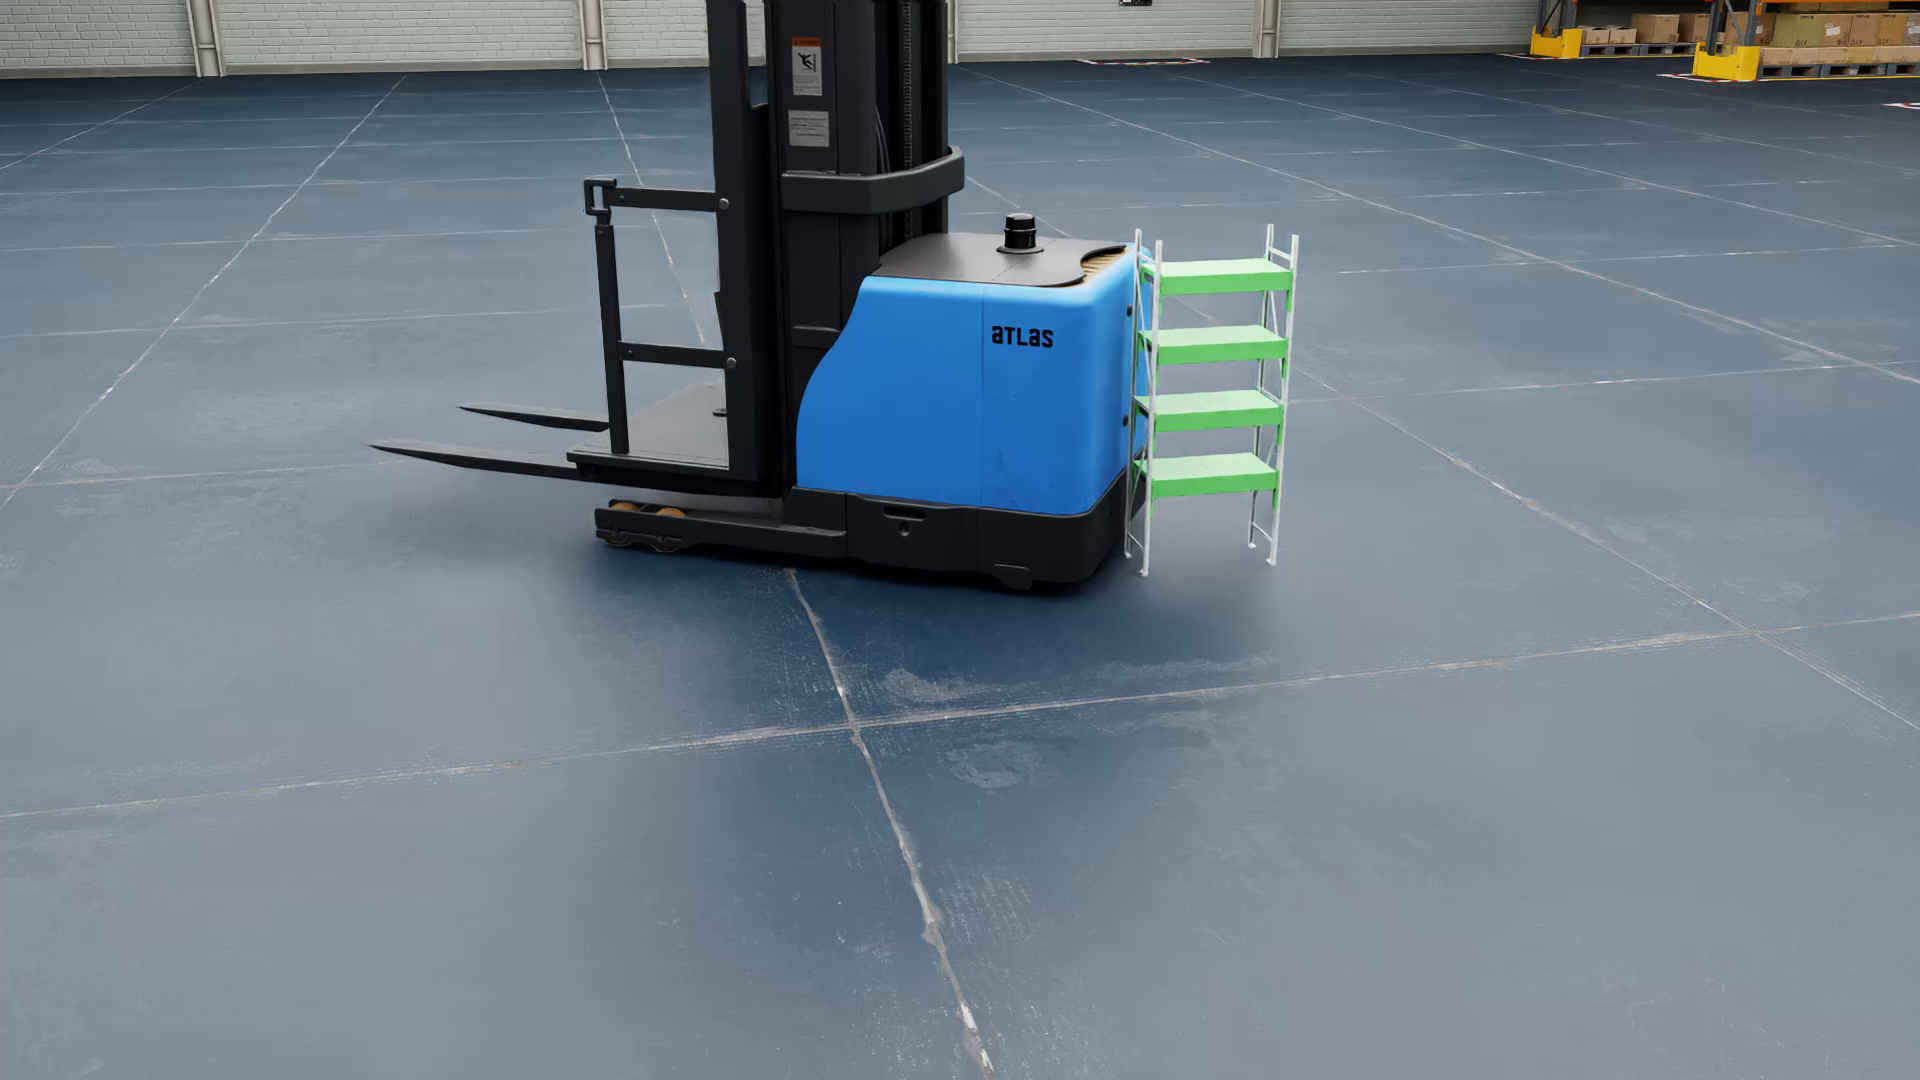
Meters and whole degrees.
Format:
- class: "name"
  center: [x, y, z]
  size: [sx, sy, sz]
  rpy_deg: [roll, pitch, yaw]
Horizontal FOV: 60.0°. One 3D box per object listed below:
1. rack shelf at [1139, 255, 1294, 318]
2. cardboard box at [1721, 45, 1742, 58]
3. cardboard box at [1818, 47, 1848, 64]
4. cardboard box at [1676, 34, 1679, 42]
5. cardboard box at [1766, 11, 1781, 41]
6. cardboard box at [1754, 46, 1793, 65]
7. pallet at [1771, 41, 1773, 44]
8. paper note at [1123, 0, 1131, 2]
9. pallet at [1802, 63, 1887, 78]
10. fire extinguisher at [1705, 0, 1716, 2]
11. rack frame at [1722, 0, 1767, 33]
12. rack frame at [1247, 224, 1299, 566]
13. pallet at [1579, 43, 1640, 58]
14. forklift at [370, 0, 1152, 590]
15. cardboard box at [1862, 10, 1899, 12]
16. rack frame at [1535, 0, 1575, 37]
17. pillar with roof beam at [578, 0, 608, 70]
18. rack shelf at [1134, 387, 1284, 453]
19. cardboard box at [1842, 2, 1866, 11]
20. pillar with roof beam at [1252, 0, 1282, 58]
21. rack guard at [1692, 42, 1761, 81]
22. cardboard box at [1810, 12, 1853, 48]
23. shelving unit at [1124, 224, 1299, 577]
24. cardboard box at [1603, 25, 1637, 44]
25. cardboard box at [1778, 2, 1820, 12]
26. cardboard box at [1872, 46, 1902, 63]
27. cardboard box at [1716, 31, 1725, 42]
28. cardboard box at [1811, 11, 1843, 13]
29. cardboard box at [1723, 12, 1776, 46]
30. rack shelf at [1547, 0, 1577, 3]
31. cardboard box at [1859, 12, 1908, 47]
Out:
- class: "rack shelf"
  center: [0.880, -0.882, 5.767]
  size: [0.480, 0.148, 0.258]
  rpy_deg: [-4, 21, -12]
- class: "cardboard box"
  center: [12.531, -7.765, 26.538]
  size: [0.500, 0.250, 0.500]
  rpy_deg: [-5, 21, -12]
- class: "cardboard box"
  center: [13.623, -7.672, 26.284]
  size: [0.500, 0.250, 0.500]
  rpy_deg: [-5, 21, -12]
- class: "cardboard box"
  center: [13.265, -9.440, 31.229]
  size: [0.250, 0.149, 0.380]
  rpy_deg: [-6, 21, -17]
- class: "cardboard box"
  center: [15.539, -9.789, 31.670]
  size: [0.500, 0.500, 0.700]
  rpy_deg: [-4, 20, -11]
- class: "cardboard box"
  center: [12.650, -7.591, 26.065]
  size: [0.500, 0.250, 0.500]
  rpy_deg: [-5, 21, -12]
- class: "pallet"
  center: [15.584, -9.445, 31.791]
  size: [1.213, 0.211, 1.003]
  rpy_deg: [-5, 21, -12]
- class: "paper note"
  center: [2.975, -9.658, 29.600]
  size: [0.142, 0.148, 0.016]
  rpy_deg: [-5, 21, -12]
- class: "pallet"
  center: [13.997, -7.578, 26.695]
  size: [1.213, 0.211, 1.003]
  rpy_deg: [-5, 21, -12]
- class: "fire extinguisher"
  center: [11.855, -8.827, 26.163]
  size: [0.183, 0.674, 0.296]
  rpy_deg: [-5, 21, -12]
- class: "rack frame"
  center: [14.826, -10.692, 31.141]
  size: [0.127, 3.000, 1.000]
  rpy_deg: [-5, 21, -12]
- class: "rack frame"
  center: [1.118, -0.509, 5.960]
  size: [0.015, 1.200, 0.240]
  rpy_deg: [-4, 21, -12]
- class: "pallet"
  center: [11.806, -9.124, 30.916]
  size: [1.213, 0.211, 1.003]
  rpy_deg: [-5, 21, -12]
- class: "forklift"
  center: [-0.843, -1.490, 6.121]
  size: [3.031, 2.935, 1.130]
  rpy_deg: [7, 21, 18]
- class: "cardboard box"
  center: [14.962, -8.318, 26.958]
  size: [0.500, 0.500, 0.500]
  rpy_deg: [-5, 21, -12]
- class: "rack frame"
  center: [10.934, -10.375, 30.277]
  size: [0.127, 3.000, 1.000]
  rpy_deg: [-5, 21, -12]
- class: "pillar with roof beam"
  center: [-5.110, -10.671, 22.364]
  size: [0.400, 9.000, 9.100]
  rpy_deg: [-5, 21, -12]
- class: "rack shelf"
  center: [0.880, -0.431, 5.932]
  size: [0.480, 0.148, 0.258]
  rpy_deg: [-4, 21, -12]
- class: "cardboard box"
  center: [16.962, -10.252, 31.846]
  size: [0.500, 0.250, 0.500]
  rpy_deg: [-5, 21, -13]
- class: "pillar with roof beam"
  center: [6.568, -11.621, 24.957]
  size: [0.400, 9.000, 9.100]
  rpy_deg: [-5, 21, -12]
- class: "rack guard"
  center: [12.054, -7.542, 26.176]
  size: [0.348, 0.500, 1.175]
  rpy_deg: [-5, 21, -12]
- class: "cardboard box"
  center: [13.620, -8.028, 26.165]
  size: [0.500, 0.500, 0.500]
  rpy_deg: [-5, 21, -12]
- class: "shelving unit"
  center: [0.880, -0.491, 5.910]
  size: [0.503, 1.200, 0.258]
  rpy_deg: [-4, 21, -12]
- class: "cardboard box"
  center: [12.183, -9.389, 30.854]
  size: [0.500, 0.311, 0.500]
  rpy_deg: [-3, 20, -8]
- class: "cardboard box"
  center: [15.967, -10.177, 31.639]
  size: [0.500, 0.250, 0.500]
  rpy_deg: [-5, 21, -14]
- class: "cardboard box"
  center: [14.597, -7.749, 26.496]
  size: [0.500, 0.250, 0.500]
  rpy_deg: [-5, 21, -12]
- class: "cardboard box"
  center: [14.313, -9.516, 31.410]
  size: [0.250, 0.166, 0.380]
  rpy_deg: [-7, 21, -20]
- class: "cardboard box"
  center: [13.987, -8.241, 26.747]
  size: [0.500, 0.500, 0.500]
  rpy_deg: [-5, 21, -12]
- class: "cardboard box"
  center: [12.531, -8.118, 26.411]
  size: [0.500, 0.500, 0.500]
  rpy_deg: [-5, 21, -12]
- class: "rack shelf"
  center: [12.880, -10.196, 30.833]
  size: [4.000, 0.370, 1.077]
  rpy_deg: [-5, 21, -12]
- class: "cardboard box"
  center: [14.594, -8.106, 26.378]
  size: [0.500, 0.500, 0.500]
  rpy_deg: [-5, 21, -12]
